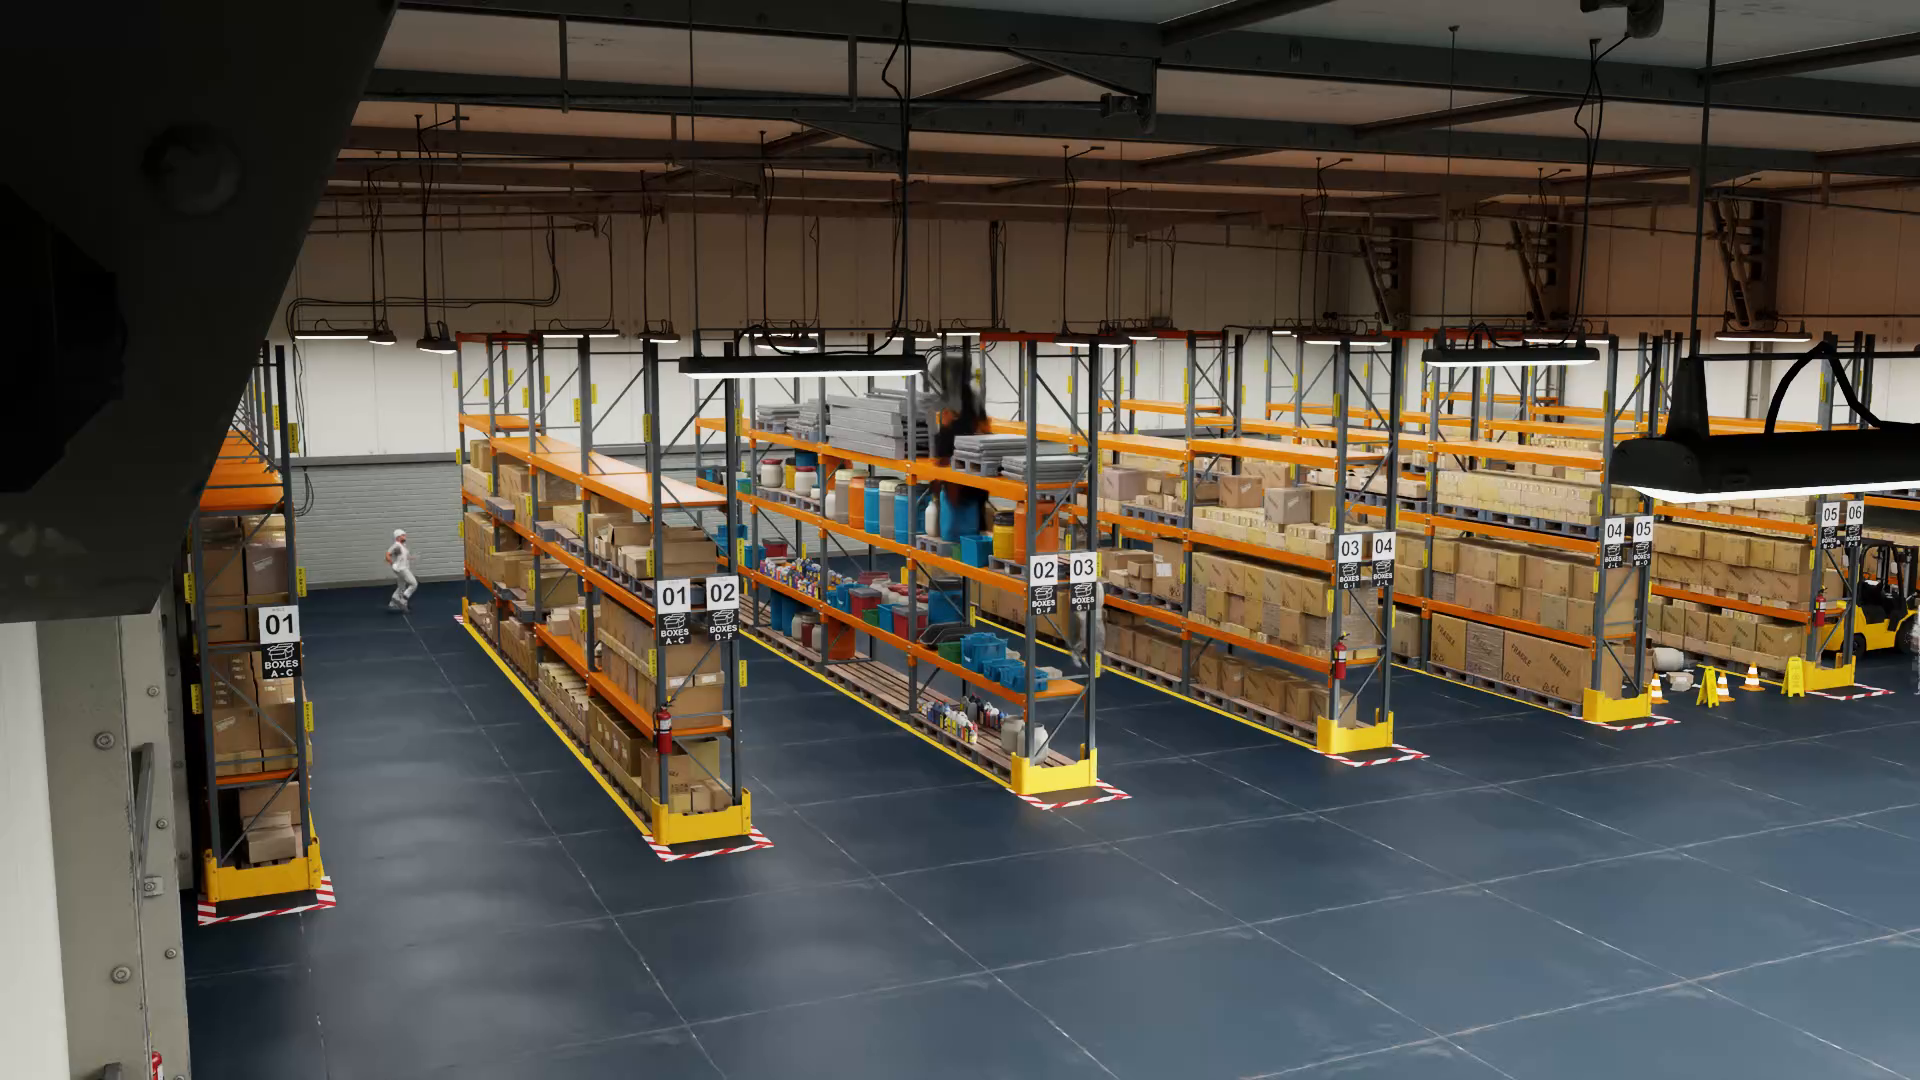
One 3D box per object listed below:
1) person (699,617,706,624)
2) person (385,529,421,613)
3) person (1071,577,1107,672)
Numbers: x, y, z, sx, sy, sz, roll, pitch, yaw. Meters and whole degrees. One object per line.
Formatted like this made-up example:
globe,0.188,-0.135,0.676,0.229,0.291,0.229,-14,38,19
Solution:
person,-5.217,1.094,33.152,0.541,1.587,1.000,-4,9,-27
person,-11.878,0.663,35.509,0.706,1.789,0.649,-1,8,-10
person,2.229,1.357,28.492,0.668,1.779,0.857,-4,9,-30
